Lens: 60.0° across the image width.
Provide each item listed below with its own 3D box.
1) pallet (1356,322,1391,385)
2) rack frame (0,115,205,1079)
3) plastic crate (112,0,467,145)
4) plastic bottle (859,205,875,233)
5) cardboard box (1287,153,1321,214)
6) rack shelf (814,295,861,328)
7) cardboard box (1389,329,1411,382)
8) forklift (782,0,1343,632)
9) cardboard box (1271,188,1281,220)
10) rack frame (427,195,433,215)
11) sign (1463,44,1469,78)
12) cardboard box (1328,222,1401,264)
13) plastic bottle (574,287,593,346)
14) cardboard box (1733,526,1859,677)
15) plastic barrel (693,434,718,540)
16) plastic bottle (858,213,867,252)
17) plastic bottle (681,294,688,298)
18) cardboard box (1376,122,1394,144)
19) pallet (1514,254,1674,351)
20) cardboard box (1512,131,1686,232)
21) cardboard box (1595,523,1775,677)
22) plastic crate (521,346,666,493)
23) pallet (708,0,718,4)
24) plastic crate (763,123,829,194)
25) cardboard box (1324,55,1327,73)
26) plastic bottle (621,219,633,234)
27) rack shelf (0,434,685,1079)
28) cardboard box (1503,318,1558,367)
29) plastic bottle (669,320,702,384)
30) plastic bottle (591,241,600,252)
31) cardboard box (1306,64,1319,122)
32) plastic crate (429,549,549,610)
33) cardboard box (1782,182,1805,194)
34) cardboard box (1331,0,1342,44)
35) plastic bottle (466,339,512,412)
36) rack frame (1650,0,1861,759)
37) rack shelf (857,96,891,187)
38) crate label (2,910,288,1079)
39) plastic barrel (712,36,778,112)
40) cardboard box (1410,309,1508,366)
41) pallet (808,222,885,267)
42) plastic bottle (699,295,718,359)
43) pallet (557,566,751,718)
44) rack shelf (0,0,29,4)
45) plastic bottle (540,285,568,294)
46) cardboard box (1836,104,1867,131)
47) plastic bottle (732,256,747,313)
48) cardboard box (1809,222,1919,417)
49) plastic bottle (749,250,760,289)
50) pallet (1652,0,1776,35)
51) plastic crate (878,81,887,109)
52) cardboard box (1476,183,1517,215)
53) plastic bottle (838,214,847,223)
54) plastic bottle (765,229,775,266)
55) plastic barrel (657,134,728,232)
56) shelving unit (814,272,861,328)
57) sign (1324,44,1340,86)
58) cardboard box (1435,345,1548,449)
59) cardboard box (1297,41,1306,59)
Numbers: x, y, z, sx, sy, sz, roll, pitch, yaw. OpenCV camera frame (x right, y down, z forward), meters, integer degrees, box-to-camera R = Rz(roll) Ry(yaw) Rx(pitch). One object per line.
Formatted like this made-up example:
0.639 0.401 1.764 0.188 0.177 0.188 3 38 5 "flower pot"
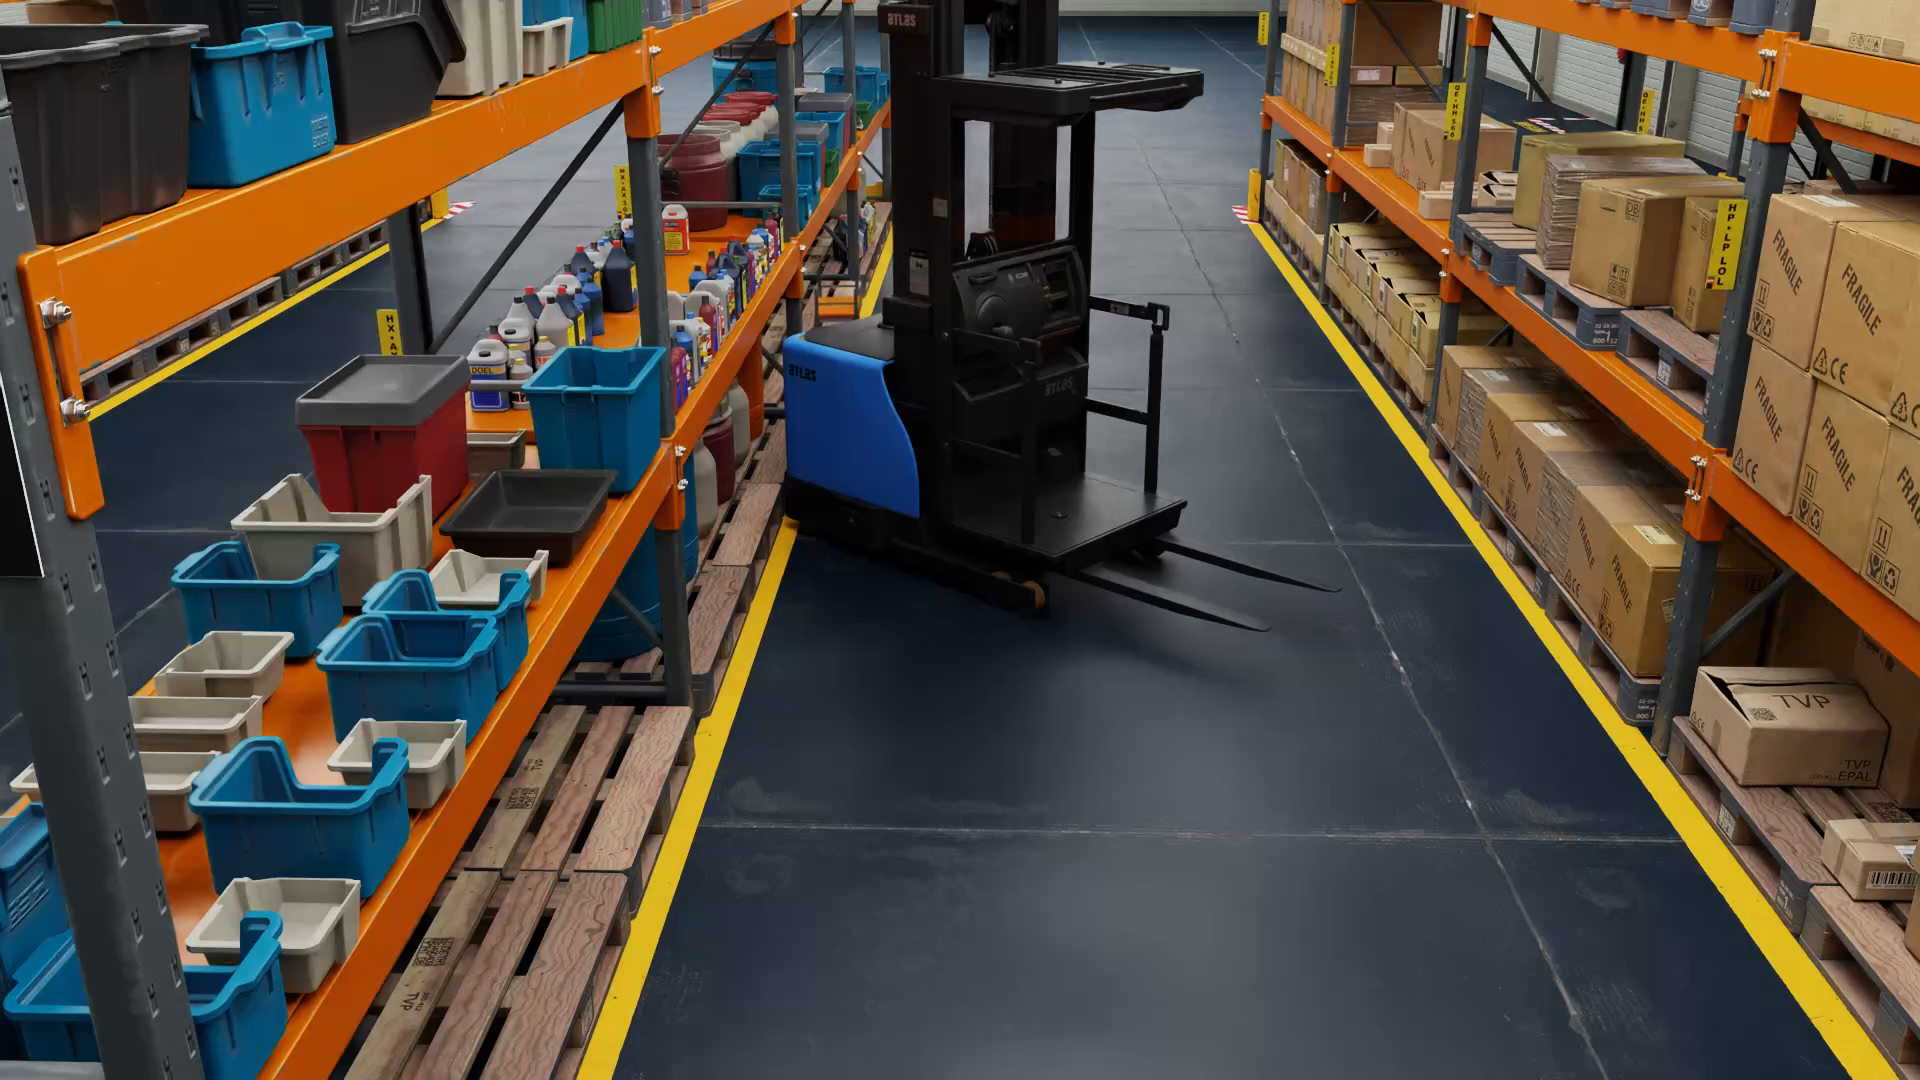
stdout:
3.567 -1.411 12.373 1.003 0.211 1.213 1 21 2 "pallet"
-1.731 0.863 2.658 1.000 3.000 0.127 1 21 2 "rack frame"
-1.410 -1.056 3.542 0.504 0.338 0.767 1 21 2 "plastic crate"
-0.897 -3.098 16.023 0.152 0.276 0.135 1 21 2 "plastic bottle"
3.419 -3.396 15.818 0.500 0.500 0.500 1 21 2 "cardboard box"
-0.705 -1.294 9.608 0.258 0.148 0.480 -1 20 -2 "rack shelf"
3.247 -1.267 11.368 0.500 0.250 0.500 0 21 1 "cardboard box"
0.463 -1.213 8.104 3.031 2.935 1.130 18 28 39 "forklift"
3.456 -3.408 16.886 0.500 0.250 0.500 1 21 2 "cardboard box"
-6.195 -4.976 17.708 1.000 3.000 0.127 1 21 2 "rack frame"
4.127 -3.920 13.495 0.100 0.325 0.005 1 21 2 "sign"
3.323 -2.449 13.638 0.500 0.311 0.500 1 21 2 "cardboard box"
-1.765 -1.038 7.735 0.097 0.271 0.097 0 21 0 "plastic bottle"
3.600 0.261 7.058 0.500 0.500 0.500 0 21 -1 "cardboard box"
-1.448 -0.275 8.449 0.421 0.512 0.421 0 21 0 "plastic barrel"
-0.921 -2.801 15.156 0.144 0.351 0.185 0 21 -1 "plastic bottle"
-1.305 -1.067 7.907 0.097 0.201 0.097 0 21 0 "plastic bottle"
3.613 -3.171 13.263 0.500 0.250 0.500 2 21 5 "cardboard box"
3.409 -1.181 8.191 1.003 0.211 1.213 1 21 2 "pallet"
3.557 -1.987 9.285 0.700 0.500 0.500 -7 22 -16 "cardboard box"
3.070 0.251 7.082 0.500 0.500 0.500 1 21 1 "cardboard box"
-1.283 -0.431 5.933 0.392 0.384 0.575 1 21 2 "plastic crate"
-1.652 -2.588 7.667 1.003 0.211 1.213 1 21 2 "pallet"
-1.133 -2.640 11.598 0.402 0.464 0.583 1 21 2 "plastic crate"
3.401 -4.149 14.539 0.380 0.149 0.250 1 21 2 "cardboard box"
-1.838 -1.651 9.310 0.152 0.276 0.135 1 21 2 "plastic bottle"
-1.670 0.475 4.652 1.077 0.370 4.000 1 21 2 "rack shelf"
3.773 -1.335 10.768 0.500 0.311 0.500 1 21 3 "cardboard box"
-1.204 -0.821 7.169 0.152 0.276 0.135 1 21 2 "plastic bottle"
-1.905 -1.405 8.664 0.061 0.283 0.133 1 21 2 "plastic bottle"
3.635 -4.184 15.528 0.700 0.500 0.500 1 21 3 "cardboard box"
-1.362 0.145 4.791 0.293 0.136 0.466 1 21 2 "plastic crate"
8.547 -3.515 17.051 0.500 0.311 0.500 -2 21 -4 "cardboard box"
3.606 -4.415 14.328 0.700 0.500 0.500 1 21 1 "cardboard box"
-1.921 -0.671 6.784 0.152 0.276 0.135 1 21 2 "plastic bottle"
3.341 -0.527 6.241 1.000 3.000 0.127 1 21 2 "rack frame"
-1.305 -3.863 15.834 1.077 0.370 4.000 1 21 2 "rack shelf"
-1.395 0.827 2.898 0.416 0.233 0.303 1 21 2 "crate label"
-1.681 -3.573 13.398 0.600 0.901 0.708 1 21 2 "plastic barrel"
3.233 -1.341 10.784 0.500 0.311 0.500 1 21 3 "cardboard box"
-1.270 -2.860 16.109 1.003 0.211 1.213 1 21 2 "pallet"
-1.145 -0.978 7.564 0.061 0.283 0.133 1 21 2 "plastic bottle"
-1.544 0.438 7.608 1.003 0.211 1.213 1 21 2 "pallet"
-6.378 -3.870 11.704 1.077 0.370 4.000 1 21 2 "rack shelf"
-1.890 -1.035 7.720 0.152 0.276 0.135 1 21 2 "plastic bottle"
8.271 -3.843 14.966 0.500 0.250 0.500 1 21 1 "cardboard box"
-1.118 -1.296 8.383 0.061 0.283 0.133 1 21 2 "plastic bottle"
3.031 -0.686 5.130 0.500 0.500 0.500 0 21 0 "cardboard box"
-1.120 -1.450 8.893 0.097 0.201 0.097 0 21 0 "plastic bottle"
3.431 -2.073 6.338 1.213 0.211 1.003 1 21 2 "pallet"
-0.986 -4.434 16.515 0.499 0.251 0.408 1 21 2 "plastic crate"
3.518 -2.063 10.323 0.500 0.311 0.500 2 21 5 "cardboard box"
-1.057 -2.913 15.546 0.152 0.276 0.135 1 21 2 "plastic bottle"
-1.103 -1.661 9.438 0.097 0.201 0.097 0 21 0 "plastic bottle"
-1.777 -2.264 10.529 0.600 0.536 0.708 1 21 2 "plastic barrel"
-0.705 -0.925 9.745 0.258 1.200 0.503 -1 20 -2 "shelving unit"
3.030 -3.866 13.540 0.100 0.325 0.005 1 21 2 "sign"
3.164 -0.852 9.925 0.500 0.500 0.500 2 21 4 "cardboard box"
3.449 -4.702 15.967 0.380 0.149 0.250 0 21 0 "cardboard box"
